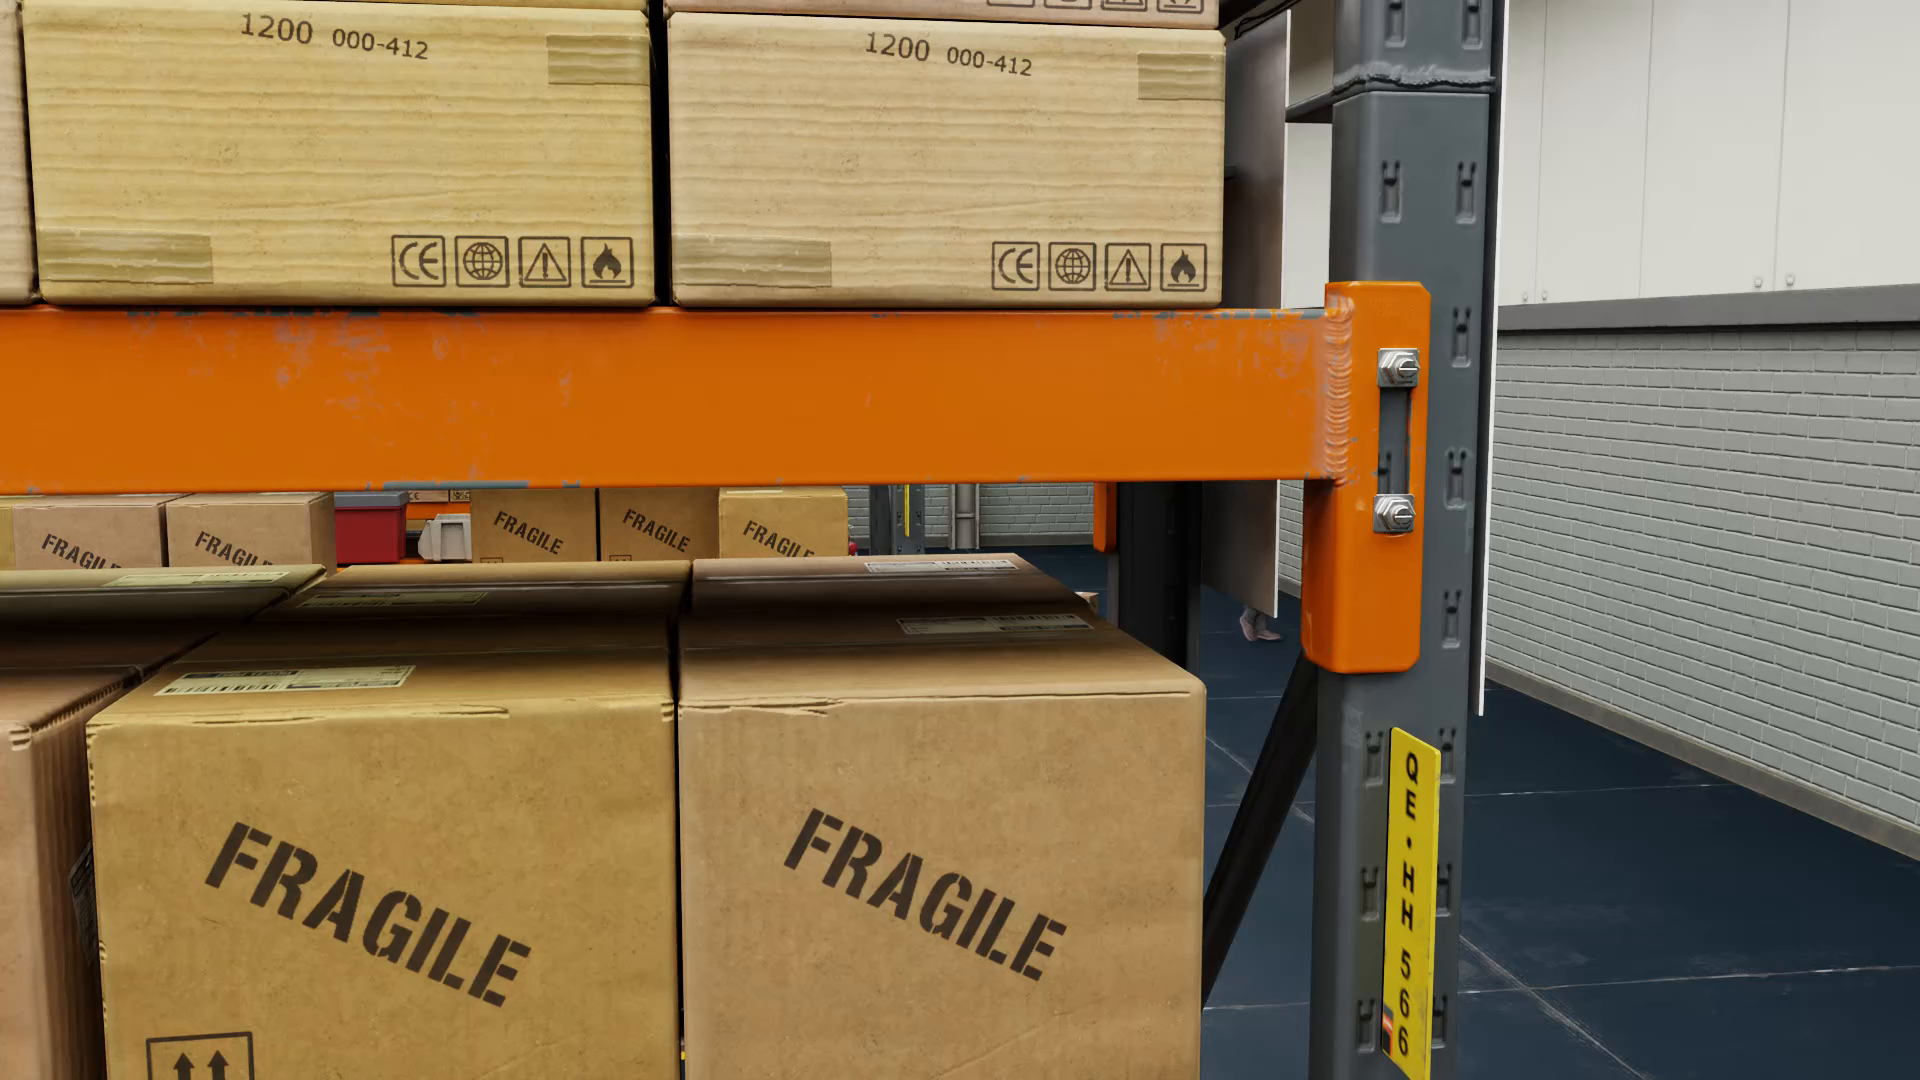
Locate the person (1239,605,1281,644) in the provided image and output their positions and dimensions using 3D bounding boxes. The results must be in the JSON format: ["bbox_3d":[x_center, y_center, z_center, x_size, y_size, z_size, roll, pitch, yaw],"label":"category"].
[{"bbox_3d":[2.864,0.131,15.655,0.397,1.676,0.474,4,8,32],"label":"person"}]
